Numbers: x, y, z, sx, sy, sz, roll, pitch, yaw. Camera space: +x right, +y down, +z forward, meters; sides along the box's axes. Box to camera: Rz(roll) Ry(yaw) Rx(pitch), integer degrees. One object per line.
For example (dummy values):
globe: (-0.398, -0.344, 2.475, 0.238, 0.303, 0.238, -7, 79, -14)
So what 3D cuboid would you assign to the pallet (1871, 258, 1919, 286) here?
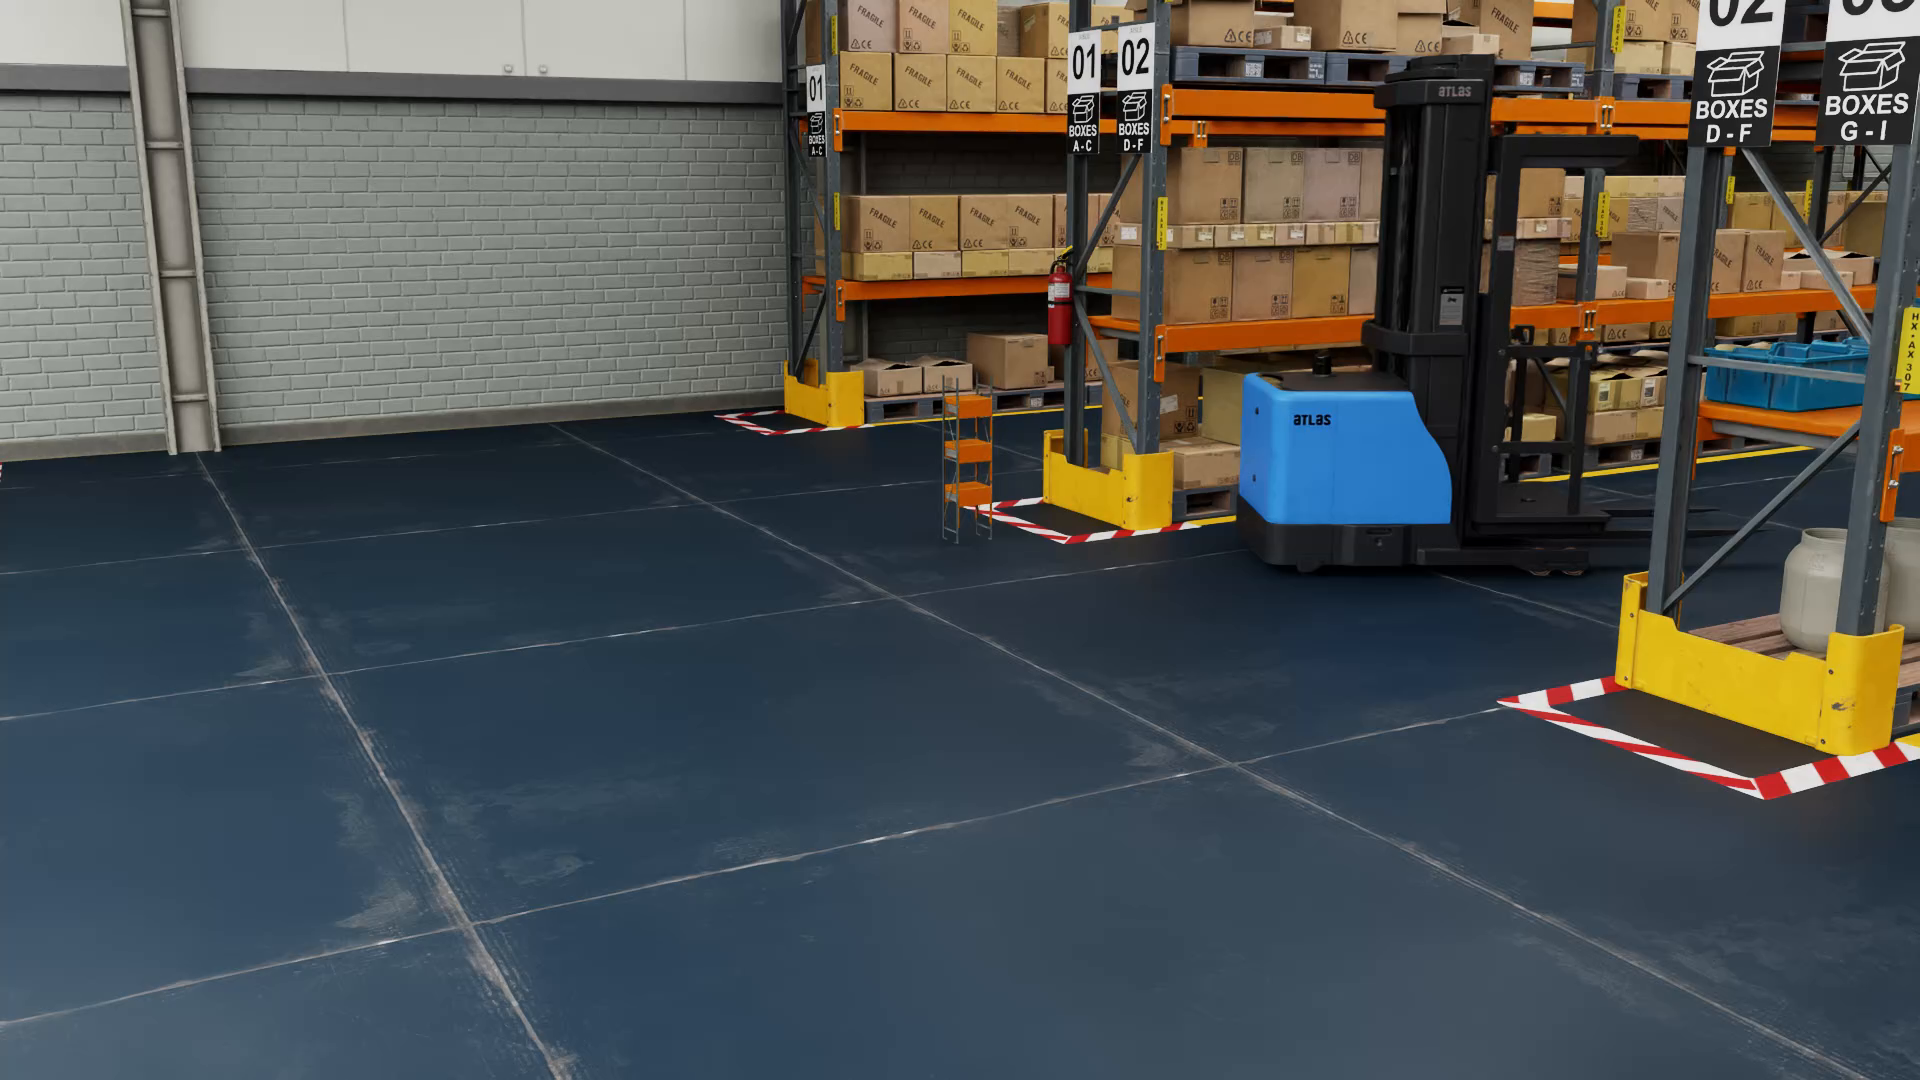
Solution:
pallet: (8.603, -2.485, 15.258, 1.003, 0.211, 1.213, -7, 14, -28)

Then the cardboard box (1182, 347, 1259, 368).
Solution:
cardboard box: (2.792, -2.103, 17.815, 0.500, 0.500, 0.700, -6, 14, -26)

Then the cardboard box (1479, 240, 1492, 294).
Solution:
cardboard box: (3.684, -2.017, 12.514, 0.500, 0.500, 0.700, -7, 14, -28)

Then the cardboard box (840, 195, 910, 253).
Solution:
cardboard box: (-0.794, -2.901, 15.258, 0.500, 0.500, 0.500, -7, 14, -28)

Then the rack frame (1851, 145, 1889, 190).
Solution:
rack frame: (12.687, -4.290, 22.840, 0.127, 3.000, 1.000, -7, 14, -28)

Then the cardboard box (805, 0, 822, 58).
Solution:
cardboard box: (-1.104, -4.712, 15.333, 0.500, 0.500, 0.500, -6, 14, -25)

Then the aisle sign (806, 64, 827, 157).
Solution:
aisle sign: (-1.276, -3.810, 14.784, 0.004, 0.787, 0.394, -7, 14, -28)

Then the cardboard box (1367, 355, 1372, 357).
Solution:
cardboard box: (3.347, -1.108, 12.299, 0.500, 0.500, 0.500, -7, 14, -28)

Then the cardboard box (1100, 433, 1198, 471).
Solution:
cardboard box: (1.349, -0.629, 11.880, 0.500, 0.250, 0.500, -7, 14, -28)

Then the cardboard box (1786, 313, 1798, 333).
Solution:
cardboard box: (10.775, -3.019, 21.930, 0.500, 0.500, 0.700, -6, 14, -27)

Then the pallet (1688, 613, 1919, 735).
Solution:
pallet: (4.150, 0.561, 7.634, 1.213, 0.211, 1.003, -7, 14, -28)

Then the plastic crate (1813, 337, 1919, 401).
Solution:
plastic crate: (4.259, -0.803, 7.682, 0.408, 0.251, 0.499, -7, 14, -28)

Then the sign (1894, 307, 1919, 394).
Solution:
sign: (3.650, -0.726, 6.373, 0.005, 0.325, 0.100, -7, 14, -28)

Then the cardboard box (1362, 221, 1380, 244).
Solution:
cardboard box: (2.817, -2.179, 11.755, 0.250, 0.149, 0.380, -7, 14, -27)

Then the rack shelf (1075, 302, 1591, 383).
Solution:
rack shelf: (2.775, -1.512, 12.134, 4.000, 0.370, 1.077, -7, 14, -28)

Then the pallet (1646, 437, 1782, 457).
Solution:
pallet: (6.231, -0.927, 14.248, 1.213, 0.211, 1.003, -7, 14, -28)

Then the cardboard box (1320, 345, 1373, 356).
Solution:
cardboard box: (3.096, -1.209, 12.747, 0.500, 0.500, 0.500, -7, 14, -28)

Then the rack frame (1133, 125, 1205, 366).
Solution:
rack frame: (2.154, -3.028, 17.230, 0.127, 3.000, 1.000, -7, 14, -28)

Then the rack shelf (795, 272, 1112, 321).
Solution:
rack shelf: (0.398, -2.466, 16.374, 4.000, 0.370, 1.077, -7, 14, -28)

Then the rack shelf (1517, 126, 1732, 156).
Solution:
rack shelf: (7.420, -4.771, 19.784, 4.000, 0.370, 1.077, -7, 14, -28)

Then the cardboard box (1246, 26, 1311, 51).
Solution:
cardboard box: (2.137, -3.356, 11.156, 0.250, 0.149, 0.380, -7, 14, -28)

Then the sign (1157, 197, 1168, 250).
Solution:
sign: (1.280, -2.006, 10.538, 0.005, 0.325, 0.100, -7, 14, -28)

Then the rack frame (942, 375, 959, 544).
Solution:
rack frame: (-0.060, -0.505, 10.462, 0.008, 1.050, 0.200, -7, 14, -28)

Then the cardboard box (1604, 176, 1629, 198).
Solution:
cardboard box: (7.540, -4.181, 19.696, 0.500, 0.250, 0.500, -7, 15, -29)

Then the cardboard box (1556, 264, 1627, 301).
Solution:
cardboard box: (4.942, -2.060, 13.274, 0.500, 0.250, 0.500, -6, 14, -24)

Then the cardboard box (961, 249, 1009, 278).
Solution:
cardboard box: (0.122, -2.643, 15.819, 0.500, 0.250, 0.500, -7, 15, -29)

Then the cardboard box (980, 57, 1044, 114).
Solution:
cardboard box: (0.459, -4.281, 15.695, 0.500, 0.500, 0.500, -6, 14, -24)

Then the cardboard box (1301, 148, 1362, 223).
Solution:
cardboard box: (2.383, -2.496, 11.685, 0.500, 0.500, 0.700, -7, 14, -28)

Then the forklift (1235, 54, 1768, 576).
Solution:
forklift: (3.274, -1.336, 9.870, 3.031, 2.935, 1.130, 0, 13, -2)

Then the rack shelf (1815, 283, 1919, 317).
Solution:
rack shelf: (9.797, -2.354, 15.874, 4.000, 0.370, 1.077, -7, 14, -28)

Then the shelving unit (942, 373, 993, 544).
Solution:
shelving unit: (0.047, -0.518, 10.519, 0.252, 1.050, 0.215, -7, 14, -28)

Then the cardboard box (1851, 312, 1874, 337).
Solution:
cardboard box: (8.798, -2.005, 15.672, 0.500, 0.250, 0.500, -6, 14, -26)

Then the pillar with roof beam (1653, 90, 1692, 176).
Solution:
pillar with roof beam: (11.438, -6.207, 17.693, 0.400, 9.000, 9.100, -7, 14, -28)

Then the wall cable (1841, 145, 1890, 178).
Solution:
wall cable: (13.357, -5.103, 24.137, 1.851, 1.984, 0.084, -7, 14, -28)

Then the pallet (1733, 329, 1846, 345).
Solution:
pallet: (10.953, -2.703, 22.139, 1.213, 0.211, 1.003, -7, 14, -28)

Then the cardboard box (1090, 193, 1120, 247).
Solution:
cardboard box: (1.452, -3.167, 16.438, 0.500, 0.500, 0.500, -7, 14, -28)

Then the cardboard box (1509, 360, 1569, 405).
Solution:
cardboard box: (4.749, -1.308, 13.619, 0.500, 0.311, 0.500, -7, 14, -28)

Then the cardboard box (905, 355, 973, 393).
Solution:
cardboard box: (-0.206, -1.625, 16.120, 0.500, 0.311, 0.500, -6, 14, -23)

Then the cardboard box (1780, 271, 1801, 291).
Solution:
cardboard box: (6.949, -2.227, 14.243, 0.250, 0.149, 0.380, -6, 14, -24)

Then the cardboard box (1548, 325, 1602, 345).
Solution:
cardboard box: (7.145, -2.747, 19.925, 0.750, 0.750, 0.750, -7, 14, -28)

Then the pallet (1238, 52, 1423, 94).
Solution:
pallet: (2.725, -3.271, 11.683, 1.213, 0.211, 1.003, -7, 14, -28)

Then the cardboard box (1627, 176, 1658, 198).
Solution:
cardboard box: (7.987, -4.235, 19.935, 0.500, 0.250, 0.500, -7, 14, -27)

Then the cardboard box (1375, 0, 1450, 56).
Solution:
cardboard box: (3.025, -3.711, 11.926, 0.637, 0.503, 0.797, -5, 14, -22)

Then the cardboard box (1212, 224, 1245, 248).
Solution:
cardboard box: (1.698, -2.046, 11.163, 0.250, 0.149, 0.380, -7, 15, -29)

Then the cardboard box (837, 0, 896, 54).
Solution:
cardboard box: (-0.903, -4.610, 14.880, 0.500, 0.500, 0.500, -8, 15, -32)

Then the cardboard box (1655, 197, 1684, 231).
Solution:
cardboard box: (8.448, -3.920, 20.245, 0.500, 0.500, 0.500, -7, 14, -27)

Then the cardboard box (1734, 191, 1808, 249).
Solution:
cardboard box: (10.303, -4.145, 21.513, 0.700, 0.700, 0.980, -7, 15, -29)

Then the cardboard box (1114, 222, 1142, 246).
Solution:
cardboard box: (1.264, -2.095, 11.380, 0.250, 0.149, 0.380, -7, 15, -29)

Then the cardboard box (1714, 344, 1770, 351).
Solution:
cardboard box: (6.984, -1.576, 14.808, 0.500, 0.311, 0.500, -7, 15, -29)

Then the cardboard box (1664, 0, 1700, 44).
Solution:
cardboard box: (5.580, -4.156, 13.089, 0.500, 0.500, 0.500, -5, 14, -22)
